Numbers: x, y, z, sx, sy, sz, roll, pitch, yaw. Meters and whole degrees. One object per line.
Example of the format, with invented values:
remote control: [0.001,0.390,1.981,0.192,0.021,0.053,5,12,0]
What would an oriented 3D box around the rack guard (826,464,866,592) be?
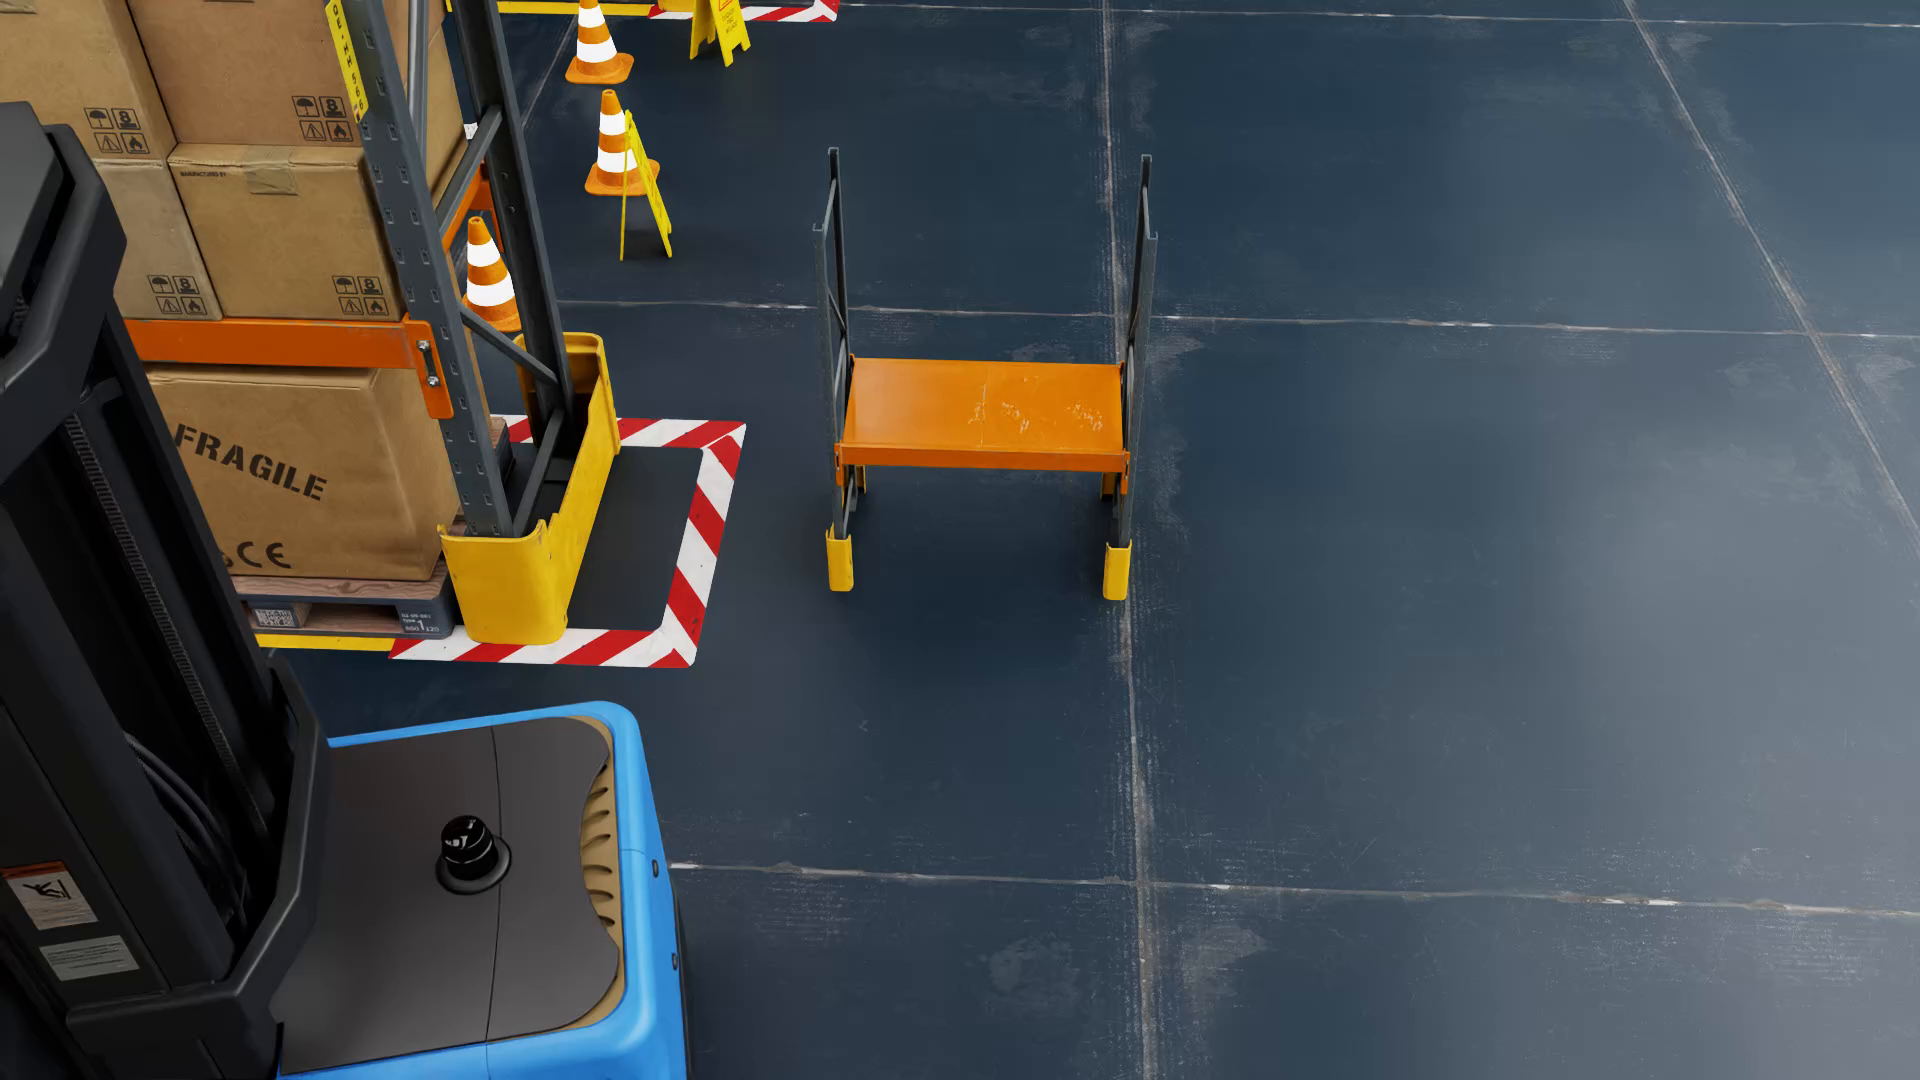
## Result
rack guard: [-0.421,-0.104,6.179,0.087,0.250,0.587,2,43,2]

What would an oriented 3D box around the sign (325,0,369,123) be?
sign: [-1.616,-1.271,4.390,0.005,0.325,0.100,2,43,2]

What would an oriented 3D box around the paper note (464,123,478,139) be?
paper note: [-2.490,-2.090,8.471,0.142,0.019,0.148,-12,44,-13]

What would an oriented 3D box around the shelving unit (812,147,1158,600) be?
shelving unit: [0.076,-0.546,5.736,1.083,1.500,0.587,2,43,2]

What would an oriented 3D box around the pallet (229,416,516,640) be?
pallet: [-2.380,-0.080,6.181,1.213,0.211,1.003,2,43,2]

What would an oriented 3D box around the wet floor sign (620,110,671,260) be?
wet floor sign: [-1.459,-1.615,7.511,0.232,0.644,0.267,-5,43,-5]

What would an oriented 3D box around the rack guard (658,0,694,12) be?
rack guard: [-1.531,-3.591,9.738,0.348,0.500,1.175,2,43,2]

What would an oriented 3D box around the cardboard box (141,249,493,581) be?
cardboard box: [-2.258,-0.481,5.817,0.875,0.875,0.875,2,43,2]

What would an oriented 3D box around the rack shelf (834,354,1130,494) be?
rack shelf: [0.085,-0.415,5.859,1.000,0.185,0.538,2,43,2]

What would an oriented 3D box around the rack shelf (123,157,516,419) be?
rack shelf: [-3.576,-0.928,5.573,4.000,0.370,1.077,2,43,2]

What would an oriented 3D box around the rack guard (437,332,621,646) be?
rack guard: [-1.554,-0.214,6.113,0.348,0.500,1.175,2,43,2]

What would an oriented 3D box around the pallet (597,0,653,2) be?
pallet: [-2.341,-3.534,9.889,1.213,0.211,1.003,2,43,2]

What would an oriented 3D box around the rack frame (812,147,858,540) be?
rack frame: [-0.423,-0.562,5.753,0.032,1.500,0.500,2,43,2]

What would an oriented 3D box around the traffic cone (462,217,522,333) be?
traffic cone: [-2.044,-1.184,7.182,0.334,0.463,0.336,2,43,2]

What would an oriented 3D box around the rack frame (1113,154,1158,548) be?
rack frame: [0.593,-0.531,5.719,0.032,1.500,0.500,2,43,2]

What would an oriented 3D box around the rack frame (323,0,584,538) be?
rack frame: [-1.578,-1.129,5.262,0.127,3.000,1.000,2,43,2]

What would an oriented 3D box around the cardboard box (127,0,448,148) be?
cardboard box: [-1.947,-1.617,4.883,0.550,0.550,0.875,2,43,2]

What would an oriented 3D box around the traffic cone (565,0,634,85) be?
traffic cone: [-1.943,-2.710,8.819,0.334,0.463,0.336,2,43,2]

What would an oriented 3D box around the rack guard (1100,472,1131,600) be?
rack guard: [0.574,-0.074,6.146,0.087,0.250,0.587,2,43,2]

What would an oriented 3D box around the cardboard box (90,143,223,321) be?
cardboard box: [-2.501,-1.167,5.192,0.550,0.550,0.875,2,43,2]

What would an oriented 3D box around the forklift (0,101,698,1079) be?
forklift: [-2.215,0.627,3.427,3.031,2.935,1.130,-8,43,-8]

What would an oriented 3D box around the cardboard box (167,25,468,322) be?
cardboard box: [-1.950,-1.165,5.190,0.550,0.550,0.875,2,43,2]

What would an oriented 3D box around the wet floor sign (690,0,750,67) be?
wet floor sign: [-1.314,-2.907,8.897,0.232,0.644,0.267,16,45,16]

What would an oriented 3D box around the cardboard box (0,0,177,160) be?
cardboard box: [-2.500,-1.571,4.834,0.550,0.550,0.875,2,43,2]

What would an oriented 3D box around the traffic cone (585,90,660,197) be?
traffic cone: [-1.654,-1.943,7.997,0.334,0.463,0.336,2,43,2]
